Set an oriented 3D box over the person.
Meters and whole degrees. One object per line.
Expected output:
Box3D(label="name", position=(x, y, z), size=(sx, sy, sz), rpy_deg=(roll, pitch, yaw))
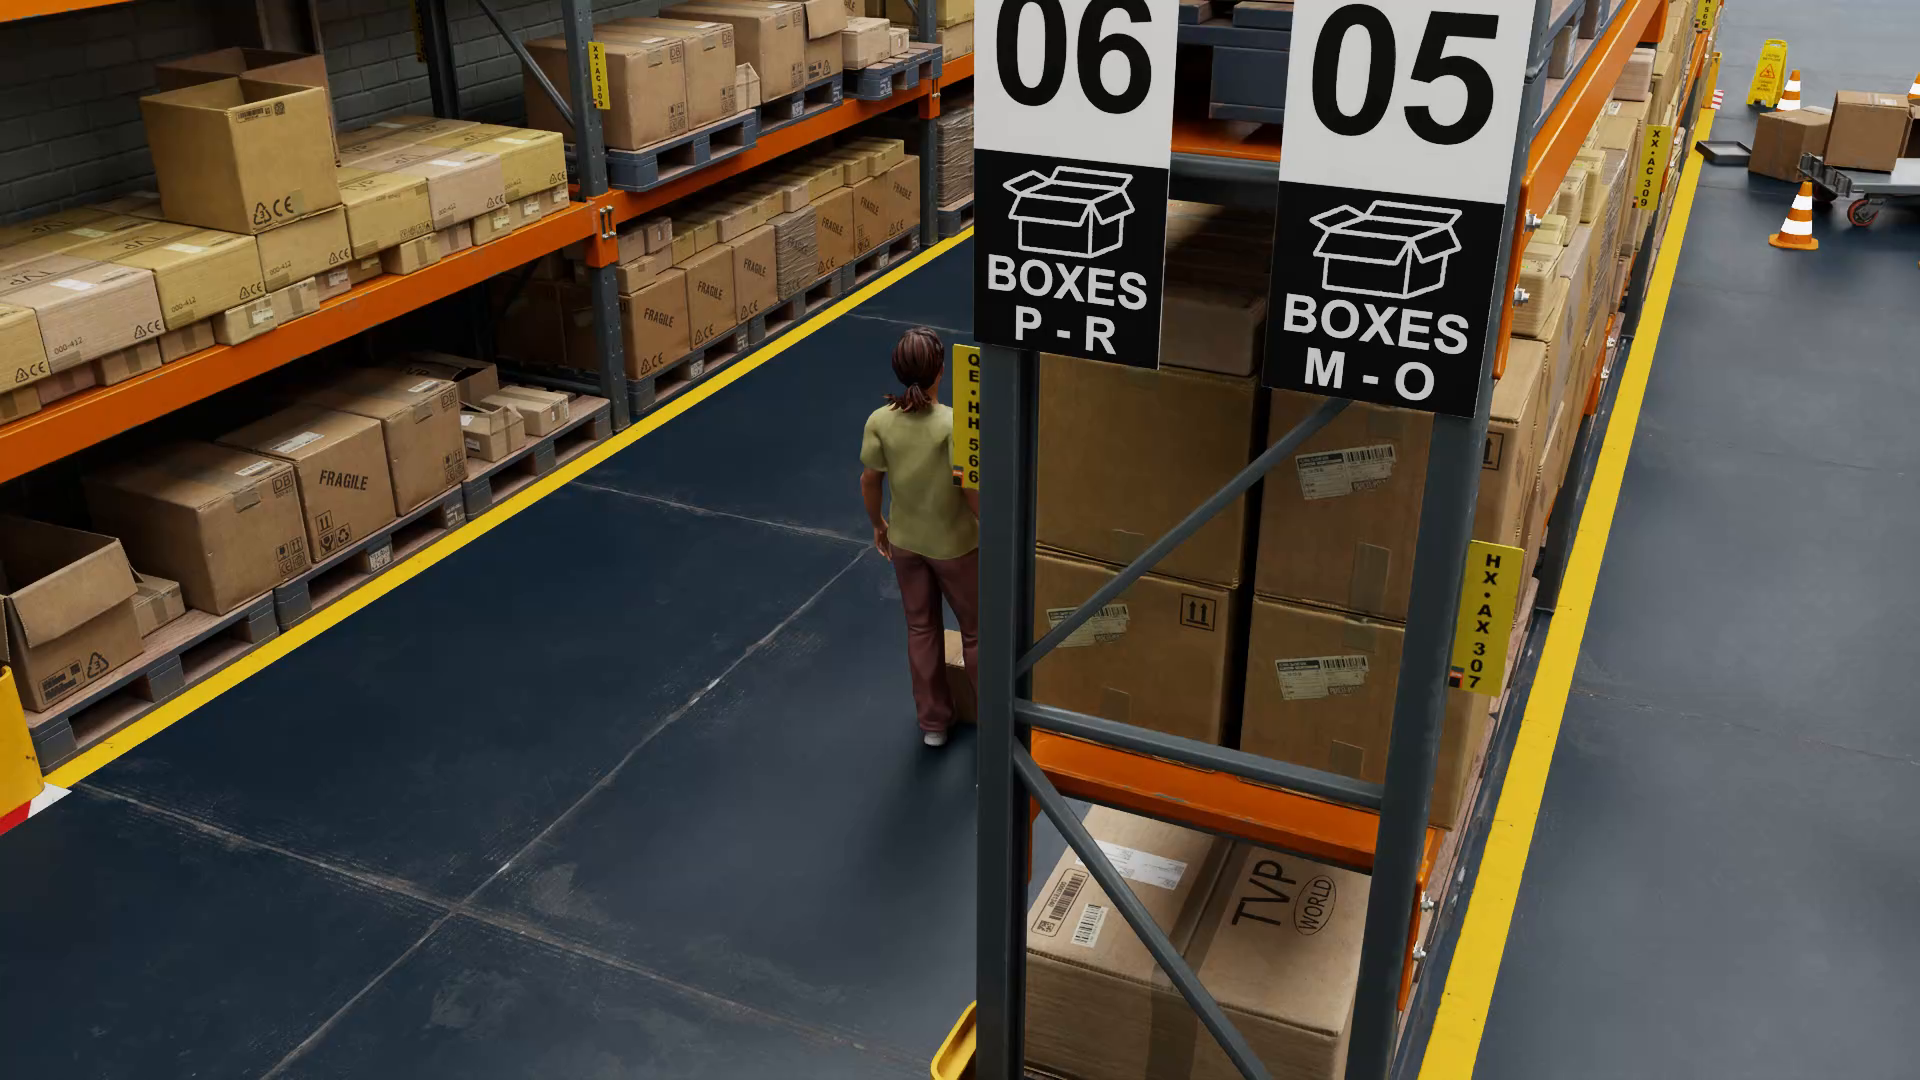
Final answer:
Box3D(label="person", position=(-0.052, -0.011, 6.115), size=(0.552, 1.674, 0.548), rpy_deg=(11, 28, 22))
